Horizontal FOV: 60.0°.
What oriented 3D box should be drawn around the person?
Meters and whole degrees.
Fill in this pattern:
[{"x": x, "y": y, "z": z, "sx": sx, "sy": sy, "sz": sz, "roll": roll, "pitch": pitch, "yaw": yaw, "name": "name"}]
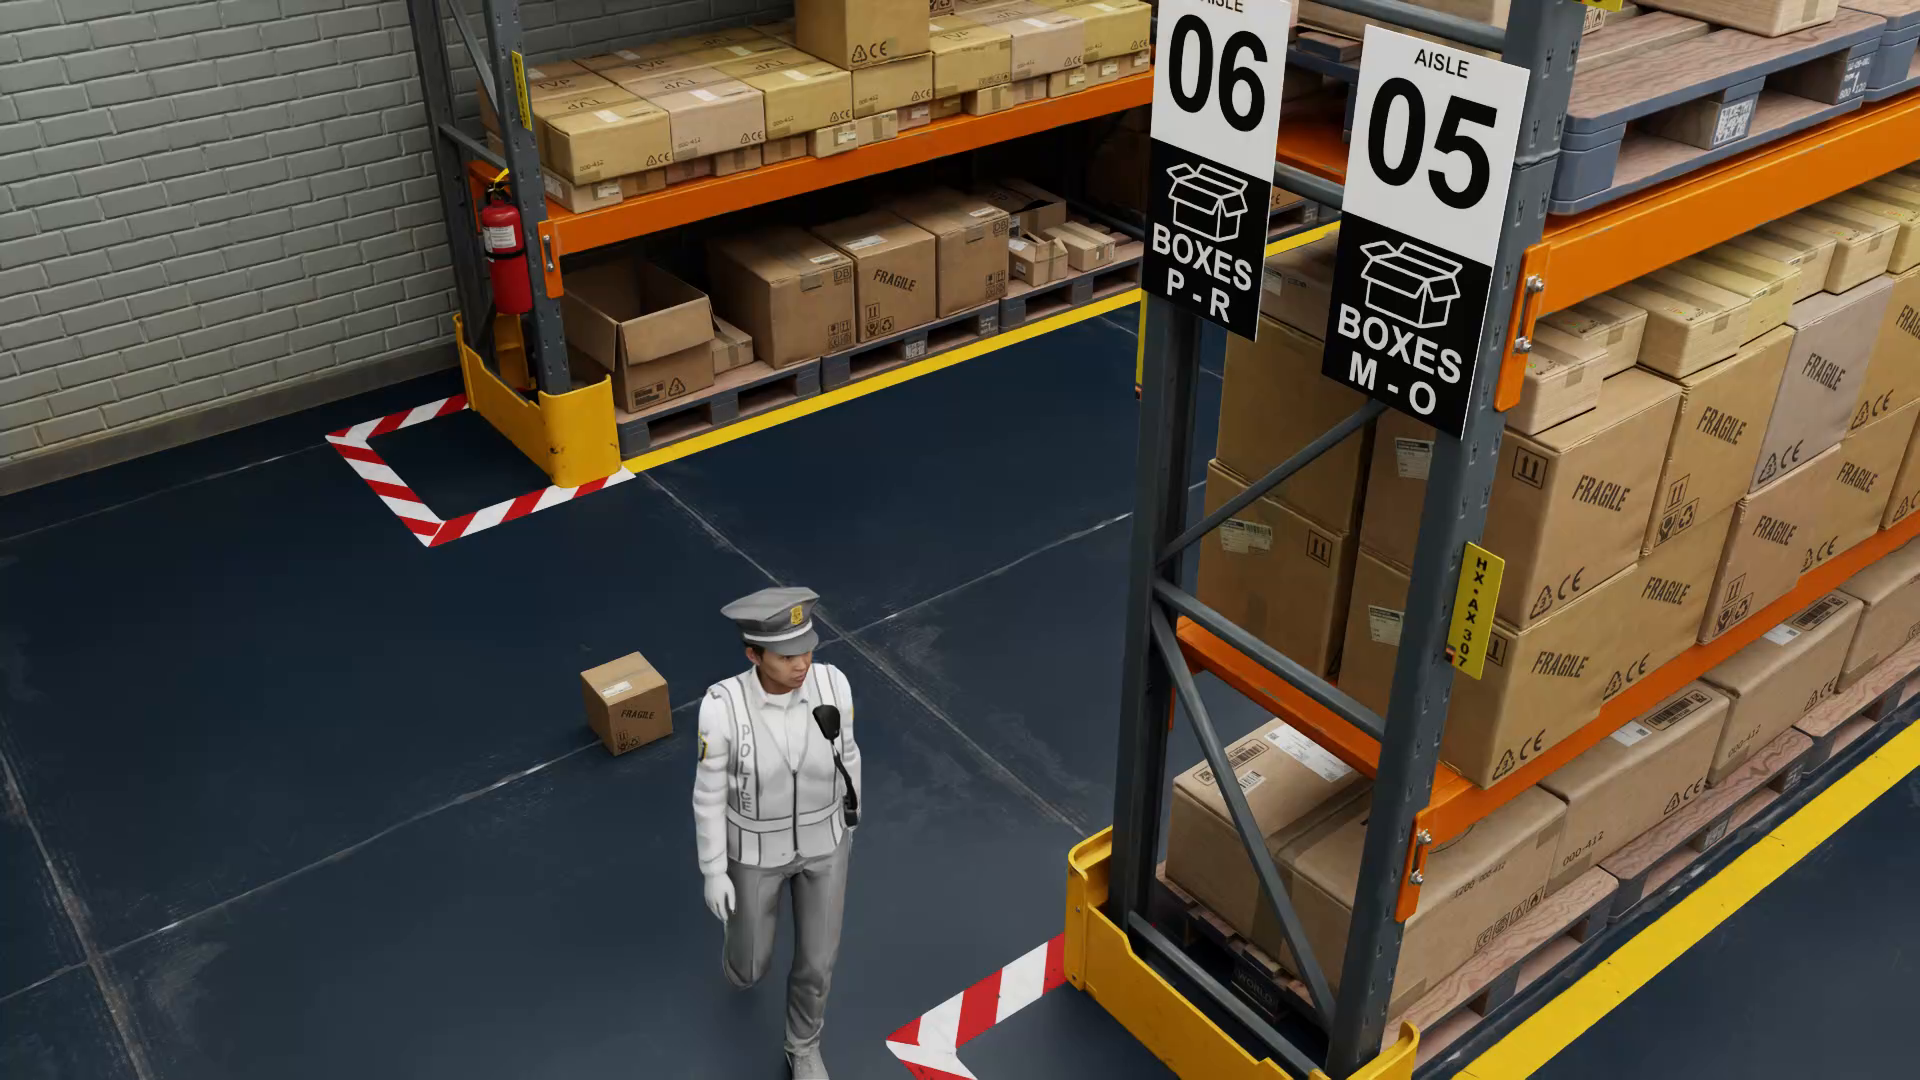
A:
[{"x": -0.512, "y": 0.837, "z": 4.758, "sx": 0.506, "sy": 1.666, "sz": 0.656, "roll": -10, "pitch": 34, "yaw": -16, "name": "person"}]
